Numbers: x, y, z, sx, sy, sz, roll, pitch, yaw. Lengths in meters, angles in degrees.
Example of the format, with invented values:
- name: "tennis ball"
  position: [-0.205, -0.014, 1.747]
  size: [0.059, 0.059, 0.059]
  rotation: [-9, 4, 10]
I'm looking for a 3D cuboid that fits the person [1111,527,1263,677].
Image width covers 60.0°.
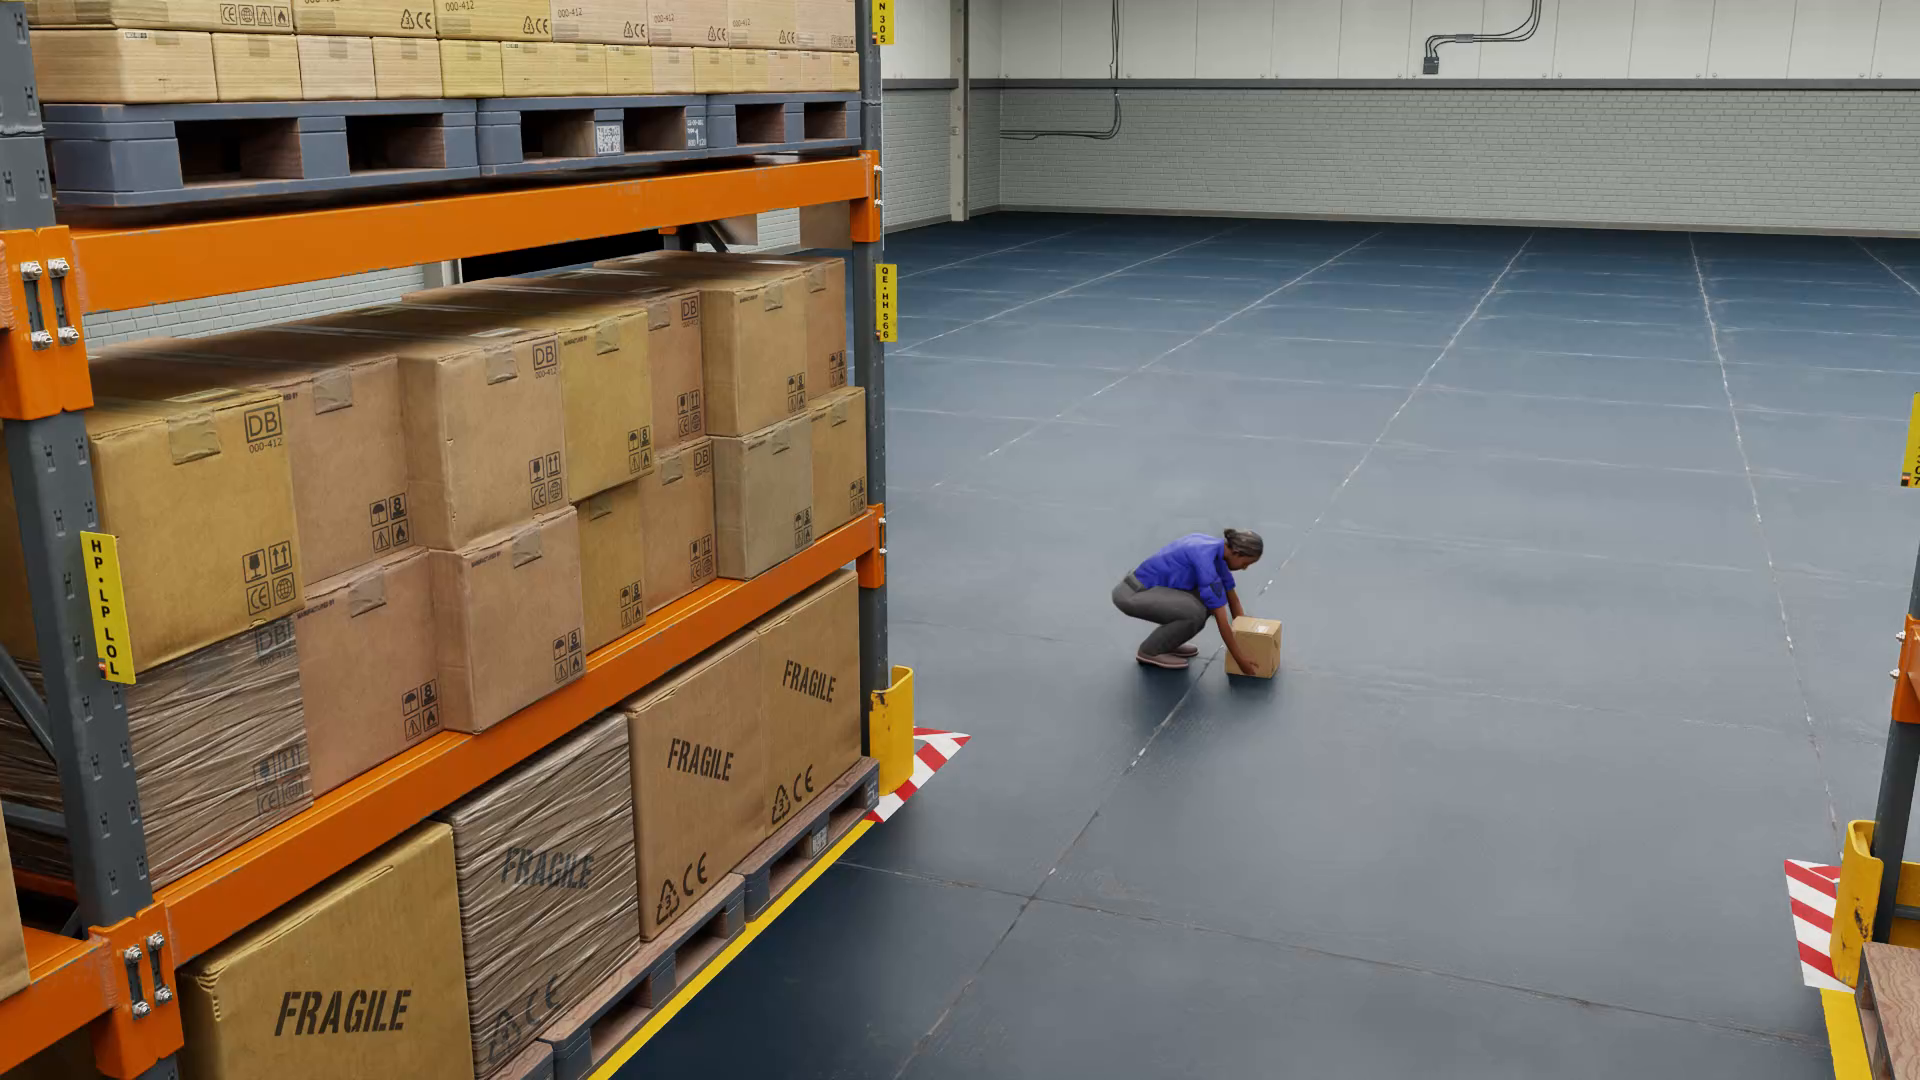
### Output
- name: "person"
  position: [1.265, 0.313, 9.113]
  size: [0.847, 0.790, 0.467]
  rotation: [6, 17, 21]
